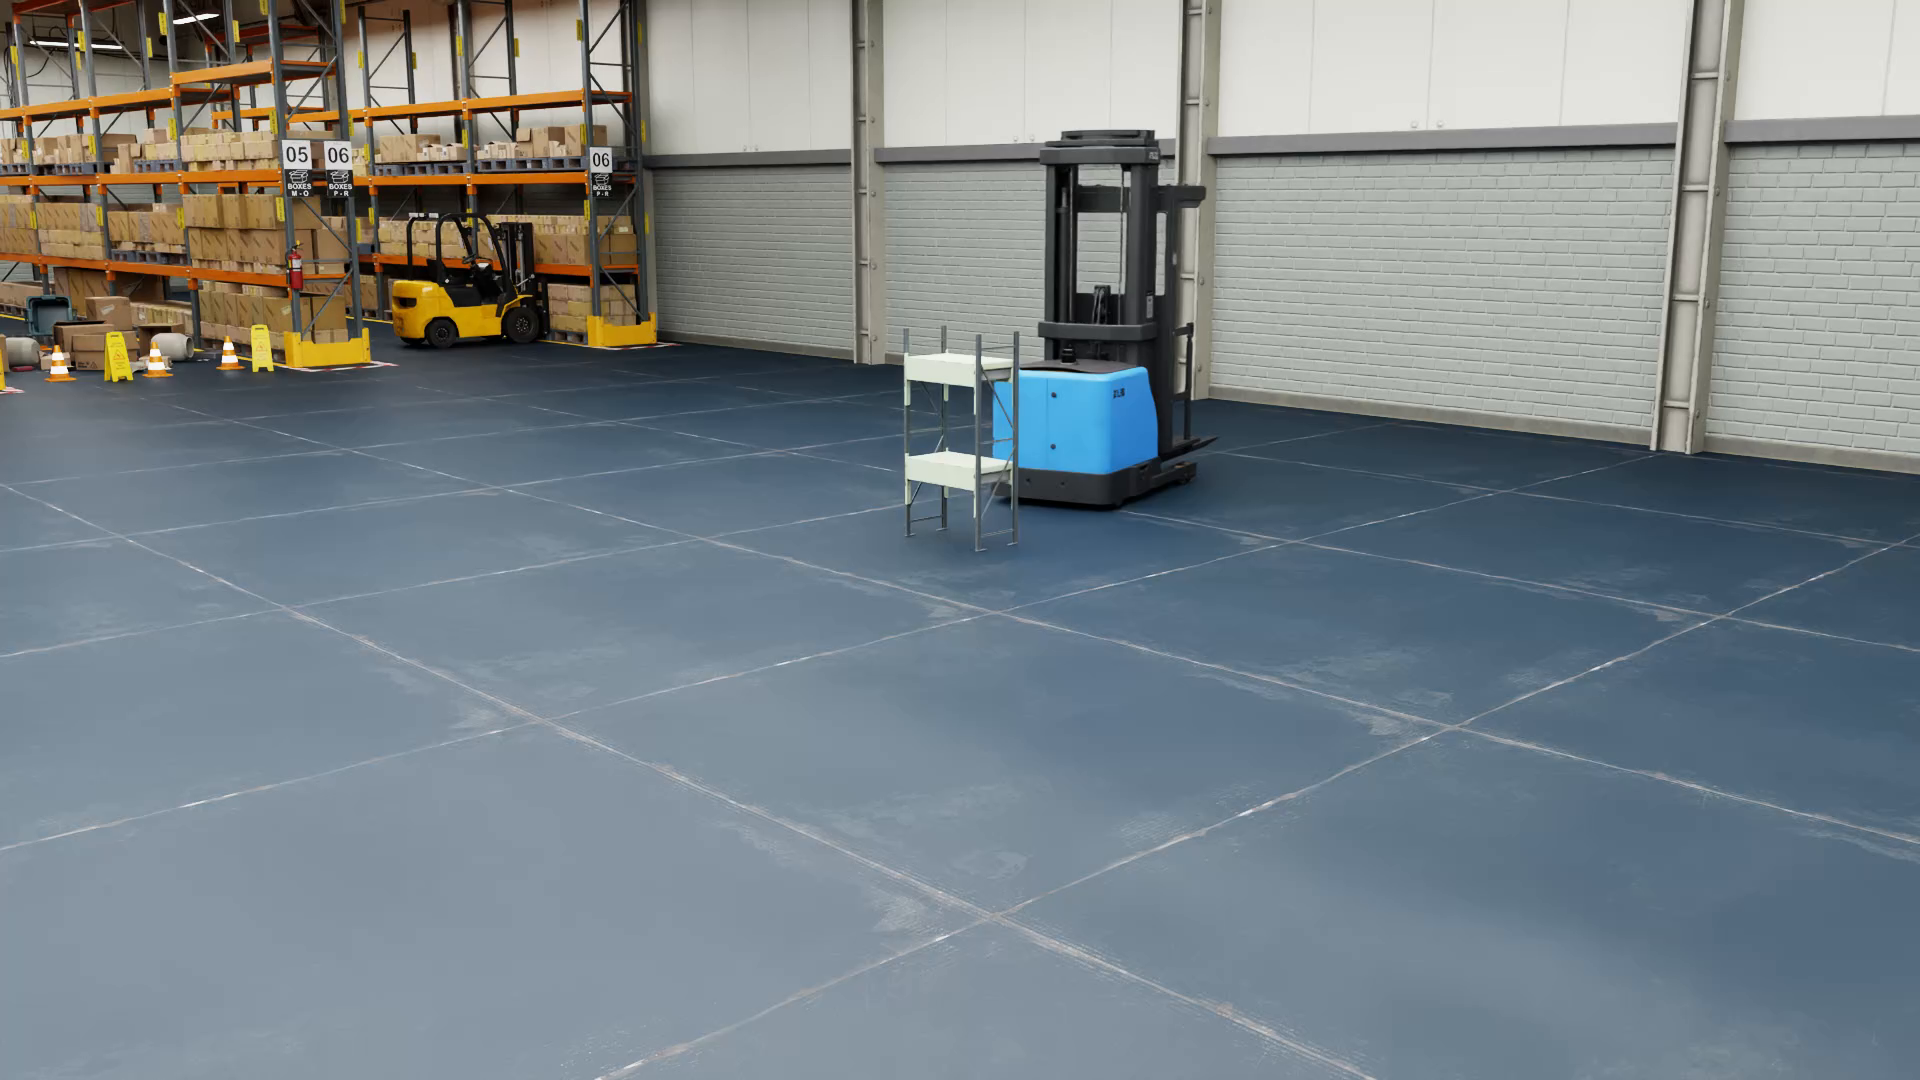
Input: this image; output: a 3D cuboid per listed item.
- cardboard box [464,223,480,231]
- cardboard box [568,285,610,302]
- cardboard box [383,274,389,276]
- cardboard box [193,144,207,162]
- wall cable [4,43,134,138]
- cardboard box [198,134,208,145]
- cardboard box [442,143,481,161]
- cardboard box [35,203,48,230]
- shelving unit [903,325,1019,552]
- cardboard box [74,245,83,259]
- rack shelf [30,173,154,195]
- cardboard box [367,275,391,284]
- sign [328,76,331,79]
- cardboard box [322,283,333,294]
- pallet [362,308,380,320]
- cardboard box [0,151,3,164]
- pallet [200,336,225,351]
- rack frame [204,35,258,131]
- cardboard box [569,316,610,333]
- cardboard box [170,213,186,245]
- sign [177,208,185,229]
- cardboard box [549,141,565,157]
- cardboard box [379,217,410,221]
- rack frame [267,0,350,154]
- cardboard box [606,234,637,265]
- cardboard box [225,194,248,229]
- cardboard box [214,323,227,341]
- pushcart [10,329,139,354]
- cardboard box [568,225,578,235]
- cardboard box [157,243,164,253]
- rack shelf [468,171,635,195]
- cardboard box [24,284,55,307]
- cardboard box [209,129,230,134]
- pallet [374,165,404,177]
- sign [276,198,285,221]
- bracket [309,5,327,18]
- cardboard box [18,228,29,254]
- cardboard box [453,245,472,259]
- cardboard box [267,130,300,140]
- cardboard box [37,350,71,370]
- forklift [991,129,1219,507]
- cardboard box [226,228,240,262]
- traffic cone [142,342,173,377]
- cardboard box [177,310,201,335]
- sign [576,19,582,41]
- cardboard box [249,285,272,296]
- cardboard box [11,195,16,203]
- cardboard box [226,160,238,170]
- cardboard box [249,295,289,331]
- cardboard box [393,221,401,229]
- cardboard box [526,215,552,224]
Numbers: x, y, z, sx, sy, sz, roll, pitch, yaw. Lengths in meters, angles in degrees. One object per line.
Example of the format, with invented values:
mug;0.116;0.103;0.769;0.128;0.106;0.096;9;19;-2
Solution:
cardboard box;-8.805;-5.708;30.329;0.380;0.149;0.250;-10;15;-41
cardboard box;-6.190;-4.111;27.729;0.500;0.250;0.500;-10;15;-41
cardboard box;-11.699;-5.393;34.199;0.380;0.149;0.250;-11;16;-42
cardboard box;-11.527;-5.995;25.780;0.500;0.250;0.500;-11;16;-43
wall cable;-21.828;-10.616;41.048;2.988;3.039;0.133;-11;16;-43
cardboard box;-11.476;-6.160;25.590;0.380;0.149;0.250;-11;16;-43
cardboard box;-9.085;-7.074;30.315;0.500;0.311;0.500;11;16;43
cardboard box;-17.425;-6.232;32.003;0.500;0.500;0.500;-11;16;-42
shelving unit;0.005;-0.734;11.755;0.431;1.500;0.755;-11;16;-43
cardboard box;-15.996;-5.326;30.703;0.500;0.250;0.500;-11;16;-43
rack shelf;-16.140;-6.623;30.973;1.077;0.370;4.000;-11;16;-43
cardboard box;-11.695;-5.242;33.469;0.250;0.149;0.380;11;16;42
sign;-13.536;-10.042;35.644;0.100;0.325;0.005;-11;16;-43
cardboard box;-13.046;-5.220;34.968;0.500;0.500;0.500;11;16;43
pallet;-11.659;-4.655;33.982;1.003;0.211;1.213;-11;16;-43
cardboard box;-19.286;-7.836;34.013;0.500;0.311;0.500;-11;16;-42
pallet;-11.507;-3.172;26.783;1.003;0.211;1.213;-11;16;-43
rack frame;-16.696;-10.012;38.208;1.000;3.000;0.127;-11;16;-43
cardboard box;-6.199;-3.622;27.834;0.500;0.250;0.500;-11;16;-42
cardboard box;-12.481;-5.066;27.043;0.500;0.500;0.500;-11;16;-44
sign;-12.395;-5.120;26.458;0.100;0.325;0.005;-11;16;-43
cardboard box;-6.613;-6.513;27.699;0.396;0.266;0.258;-11;16;-42
cardboard box;-11.413;-6.258;33.564;0.500;0.500;0.500;-10;15;-40
rack frame;-9.234;-6.985;23.514;1.000;3.000;0.127;-11;16;-43
cardboard box;-5.788;-4.899;28.008;0.500;0.500;0.500;-10;15;-41
cardboard box;-10.515;-4.910;24.848;0.700;0.500;0.500;-11;16;-43
cardboard box;-11.407;-3.289;26.217;0.500;0.250;0.500;-10;15;-39
pushcart;-13.611;-3.021;25.640;0.936;0.377;1.648;6;13;26
cardboard box;-6.286;-5.150;27.621;0.380;0.149;0.250;-11;16;-42
cardboard box;-13.103;-4.860;27.649;0.380;0.149;0.250;-11;16;-42
rack shelf;-7.027;-6.148;28.666;1.077;0.370;4.000;-11;16;-43
cardboard box;-18.495;-4.986;33.987;0.875;0.438;0.875;11;16;43
cardboard box;-12.461;-6.689;27.604;0.500;0.250;0.500;-11;16;-44
pallet;-10.638;-7.197;32.443;1.213;0.211;1.003;-10;15;-40
sign;-9.649;-4.694;23.610;0.100;0.325;0.005;-11;16;-43
bracket;-13.732;-11.309;35.580;0.235;0.232;0.430;-11;16;-43
cardboard box;-18.385;-5.953;33.126;0.500;0.500;0.500;11;16;44
cardboard box;-8.946;-5.286;30.508;0.500;0.250;0.500;-10;16;-41
cardboard box;-9.681;-5.792;23.802;0.380;0.149;0.250;-11;16;-42
cardboard box;-12.987;-2.593;23.837;0.396;0.266;0.258;-8;14;-33
forklift;1.395;-1.948;14.103;1.130;2.935;3.031;6;13;28
cardboard box;-10.830;-4.506;25.364;0.500;0.500;0.500;-11;16;-42
traffic cone;-11.032;-2.483;22.816;0.336;0.463;0.334;-11;16;-43
cardboard box;-12.360;-3.625;27.546;0.950;0.372;0.625;-11;16;-42
sign;-6.049;-8.100;26.415;0.100;0.325;0.005;-11;16;-43
cardboard box;-10.449;-3.753;24.999;0.380;0.149;0.250;-11;16;-42
cardboard box;-18.801;-6.850;33.395;0.380;0.149;0.250;-11;16;-44
cardboard box;-10.775;-5.624;24.964;0.380;0.149;0.250;-11;16;-43
cardboard box;-10.338;-3.429;25.037;0.500;0.500;0.500;-10;15;-40
cardboard box;-10.783;-6.113;32.293;0.380;0.149;0.250;-10;16;-41
cardboard box;-7.271;-5.536;28.757;0.380;0.149;0.250;-11;16;-42
